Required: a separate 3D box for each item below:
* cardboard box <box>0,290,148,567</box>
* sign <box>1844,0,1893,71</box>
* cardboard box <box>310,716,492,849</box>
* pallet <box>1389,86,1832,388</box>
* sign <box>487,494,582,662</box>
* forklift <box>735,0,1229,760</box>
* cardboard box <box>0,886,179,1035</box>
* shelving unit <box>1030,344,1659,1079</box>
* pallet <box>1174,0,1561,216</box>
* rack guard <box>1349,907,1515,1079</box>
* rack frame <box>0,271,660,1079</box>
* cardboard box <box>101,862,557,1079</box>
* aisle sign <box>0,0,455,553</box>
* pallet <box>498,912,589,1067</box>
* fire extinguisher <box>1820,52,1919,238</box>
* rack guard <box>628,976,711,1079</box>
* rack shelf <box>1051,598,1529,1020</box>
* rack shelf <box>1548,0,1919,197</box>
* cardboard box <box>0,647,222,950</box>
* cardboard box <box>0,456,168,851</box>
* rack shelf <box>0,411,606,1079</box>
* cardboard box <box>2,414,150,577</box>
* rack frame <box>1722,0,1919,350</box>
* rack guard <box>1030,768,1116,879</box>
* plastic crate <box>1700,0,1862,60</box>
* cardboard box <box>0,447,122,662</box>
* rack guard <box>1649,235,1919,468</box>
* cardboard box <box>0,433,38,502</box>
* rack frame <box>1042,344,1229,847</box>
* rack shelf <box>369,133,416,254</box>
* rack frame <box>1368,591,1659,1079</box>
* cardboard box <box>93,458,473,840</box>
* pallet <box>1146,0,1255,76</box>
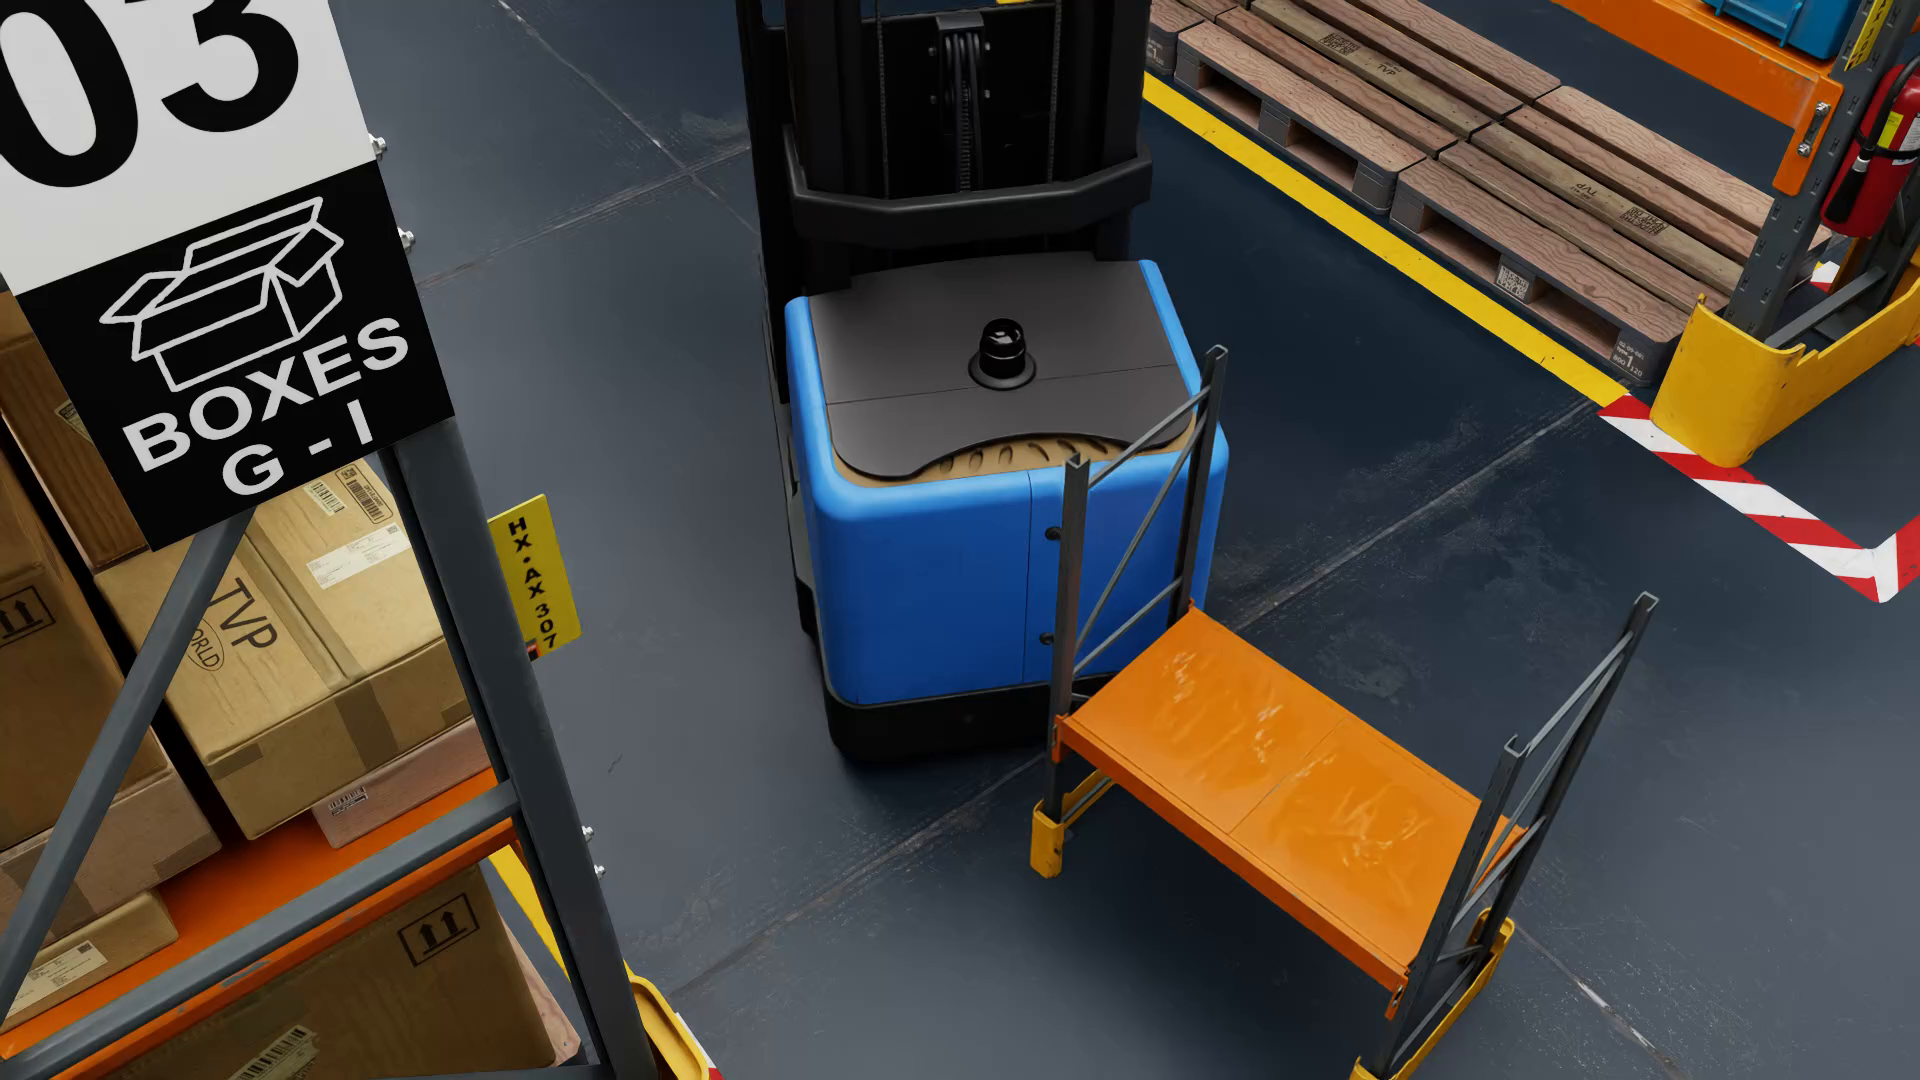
[{"bbox_3d":[-1.470,-0.373,2.958,0.500,0.500,0.500,-31,55,-25],"label":"cardboard box"},{"bbox_3d":[2.422,-1.393,4.378,0.100,0.325,0.005,-29,54,-24],"label":"sign"},{"bbox_3d":[-1.044,0.354,3.074,0.380,0.149,0.250,-29,54,-24],"label":"cardboard box"},{"bbox_3d":[2.381,-1.162,6.161,1.003,0.211,1.213,-29,54,-24],"label":"pallet"},{"bbox_3d":[-0.647,0.064,2.529,0.100,0.325,0.005,-29,54,-24],"label":"sign"},{"bbox_3d":[-0.081,-1.486,4.619,1.130,2.935,3.031,-7,48,-6],"label":"forklift"},{"bbox_3d":[-1.570,0.649,2.807,0.380,0.149,0.250,-28,54,-23],"label":"cardboard box"},{"bbox_3d":[0.771,0.484,3.799,1.083,1.500,0.587,36,57,28],"label":"shelving unit"},{"bbox_3d":[1.647,-1.881,6.813,1.003,0.211,1.213,-29,54,-24],"label":"pallet"},{"bbox_3d":[1.130,1.160,4.030,0.087,0.250,0.587,36,57,28],"label":"rack guard"},{"bbox_3d":[-1.095,0.628,2.656,0.949,2.616,0.053,-29,54,-24],"label":"rack frame"},{"bbox_3d":[-1.543,0.858,3.598,0.875,0.875,0.875,-29,54,-24],"label":"cardboard box"},{"bbox_3d":[-0.810,-0.338,1.777,0.394,0.787,0.004,-29,54,-24],"label":"aisle sign"},{"bbox_3d":[-1.638,1.127,4.086,1.003,0.211,1.213,-29,54,-24],"label":"pallet"},{"bbox_3d":[2.580,-1.151,4.573,0.296,0.674,0.183,-29,54,-24],"label":"fire extinguisher"},{"bbox_3d":[-1.077,1.481,3.570,1.175,0.500,0.348,-29,54,-24],"label":"rack guard"},{"bbox_3d":[0.764,0.600,3.936,1.000,0.185,0.538,36,57,28],"label":"rack shelf"},{"bbox_3d":[1.639,-2.533,6.007,1.077,0.370,4.000,-29,54,-24],"label":"rack shelf"},{"bbox_3d":[-1.597,0.411,2.754,0.500,0.250,0.500,-30,55,-25],"label":"cardboard box"},{"bbox_3d":[-1.596,0.156,2.478,0.500,0.500,0.500,-29,54,-24],"label":"cardboard box"},{"bbox_3d":[-2.303,-0.311,3.993,1.077,0.370,4.000,-29,54,-24],"label":"rack shelf"},{"bbox_3d":[-1.488,-0.130,3.244,0.500,0.250,0.500,-30,54,-24],"label":"cardboard box"},{"bbox_3d":[2.850,-1.595,4.671,1.000,3.000,0.127,-29,54,-24],"label":"rack frame"},{"bbox_3d":[0.412,0.648,4.494,0.087,0.250,0.587,36,57,28],"label":"rack guard"},{"bbox_3d":[2.498,-1.741,4.739,0.616,0.435,0.499,-29,54,-24],"label":"plastic crate"},{"bbox_3d":[-1.903,0.111,3.025,0.500,0.250,0.500,-30,55,-25],"label":"cardboard box"},{"bbox_3d":[2.875,-0.747,5.590,1.175,0.500,0.348,-29,54,-24],"label":"rack guard"},{"bbox_3d":[-2.212,-0.189,3.297,0.500,0.250,0.500,-31,55,-25],"label":"cardboard box"},{"bbox_3d":[0.398,0.218,4.040,0.032,1.500,0.500,36,57,28],"label":"rack frame"},{"bbox_3d":[-2.303,-1.318,2.881,1.077,0.370,4.000,-29,54,-24],"label":"rack shelf"},{"bbox_3d":[1.130,0.741,3.566,0.032,1.500,0.500,36,57,28],"label":"rack frame"},{"bbox_3d":[-1.168,0.173,2.969,0.500,0.250,0.500,-31,55,-25],"label":"cardboard box"},{"bbox_3d":[0.904,-2.601,7.465,1.003,0.211,1.213,-29,54,-24],"label":"pallet"}]
